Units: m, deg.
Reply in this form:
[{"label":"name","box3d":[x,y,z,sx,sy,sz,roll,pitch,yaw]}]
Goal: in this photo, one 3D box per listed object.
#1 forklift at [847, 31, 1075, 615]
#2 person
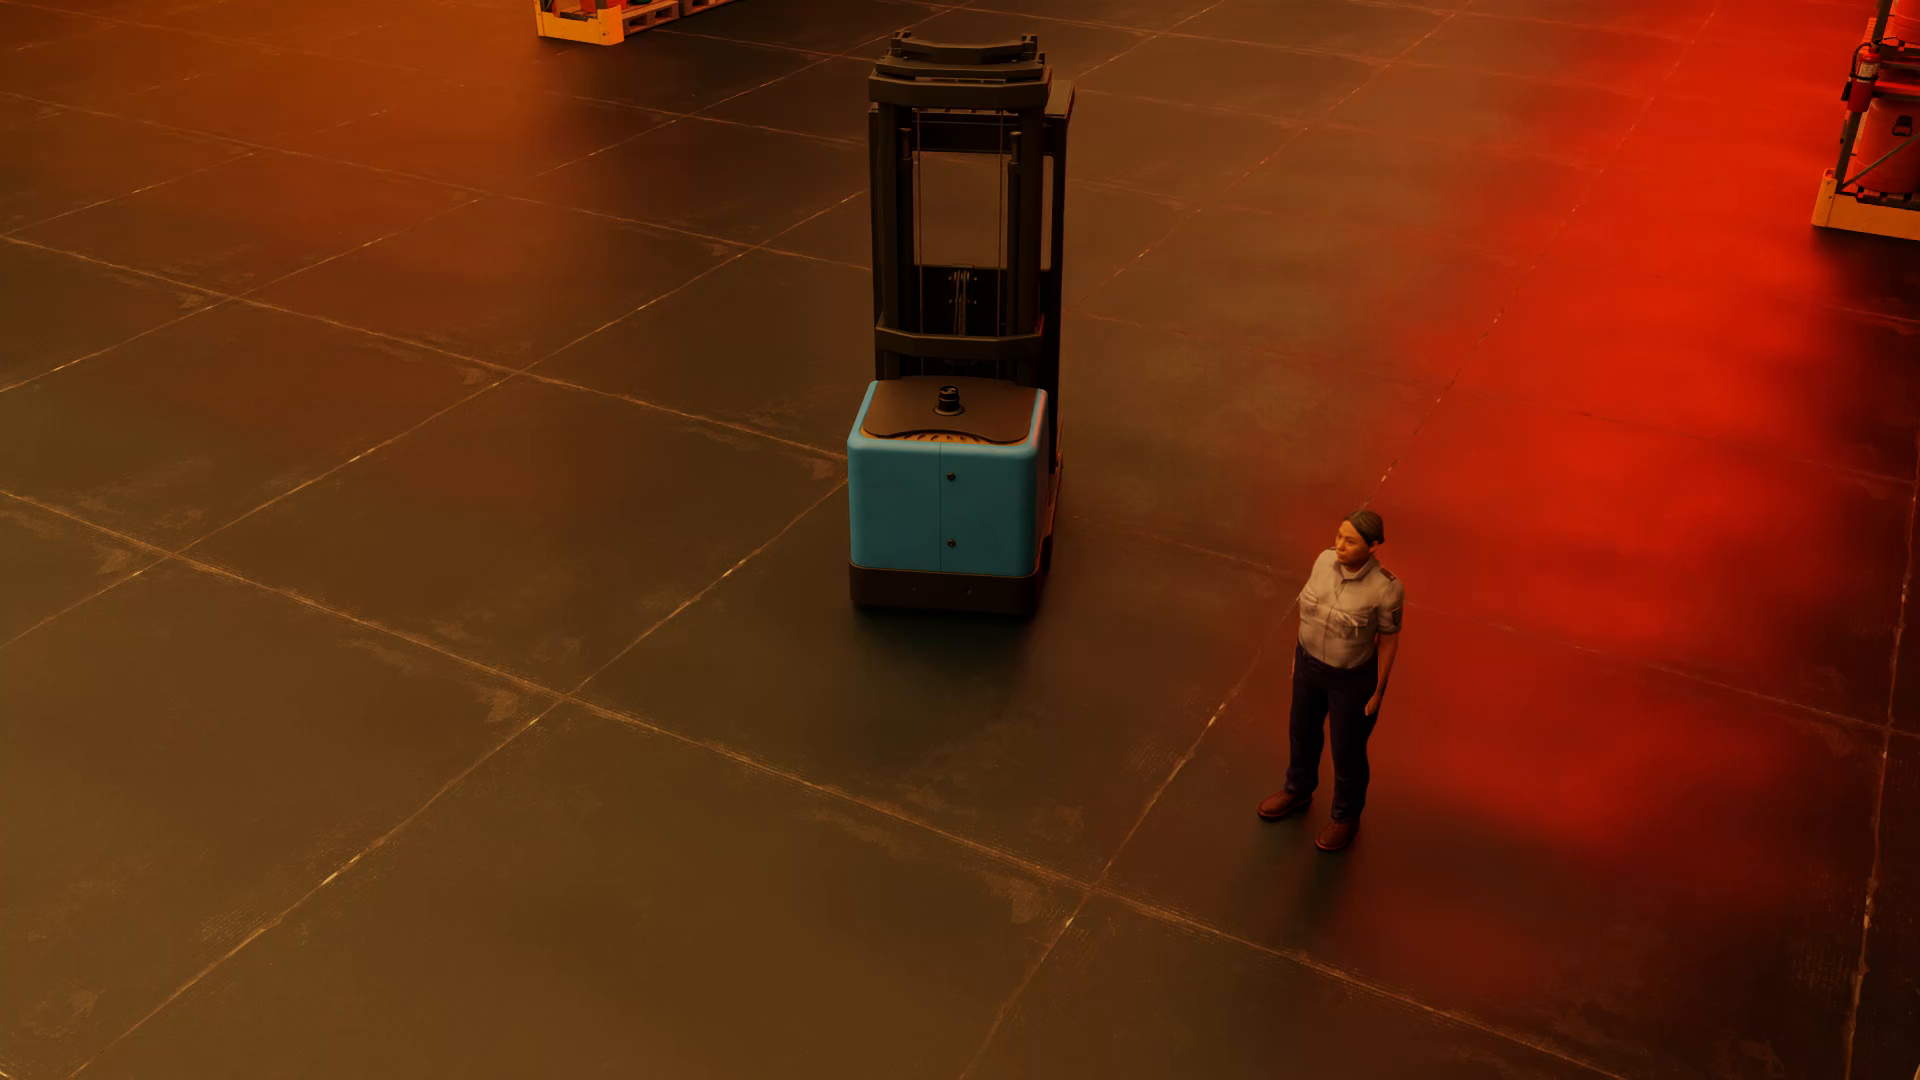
[{"label":"forklift","box3d":[0.072,-1.572,9.794,1.130,2.935,3.031,3,30,6]},{"label":"person","box3d":[1.659,0.594,7.331,0.352,1.653,0.480,-24,38,-36]}]
